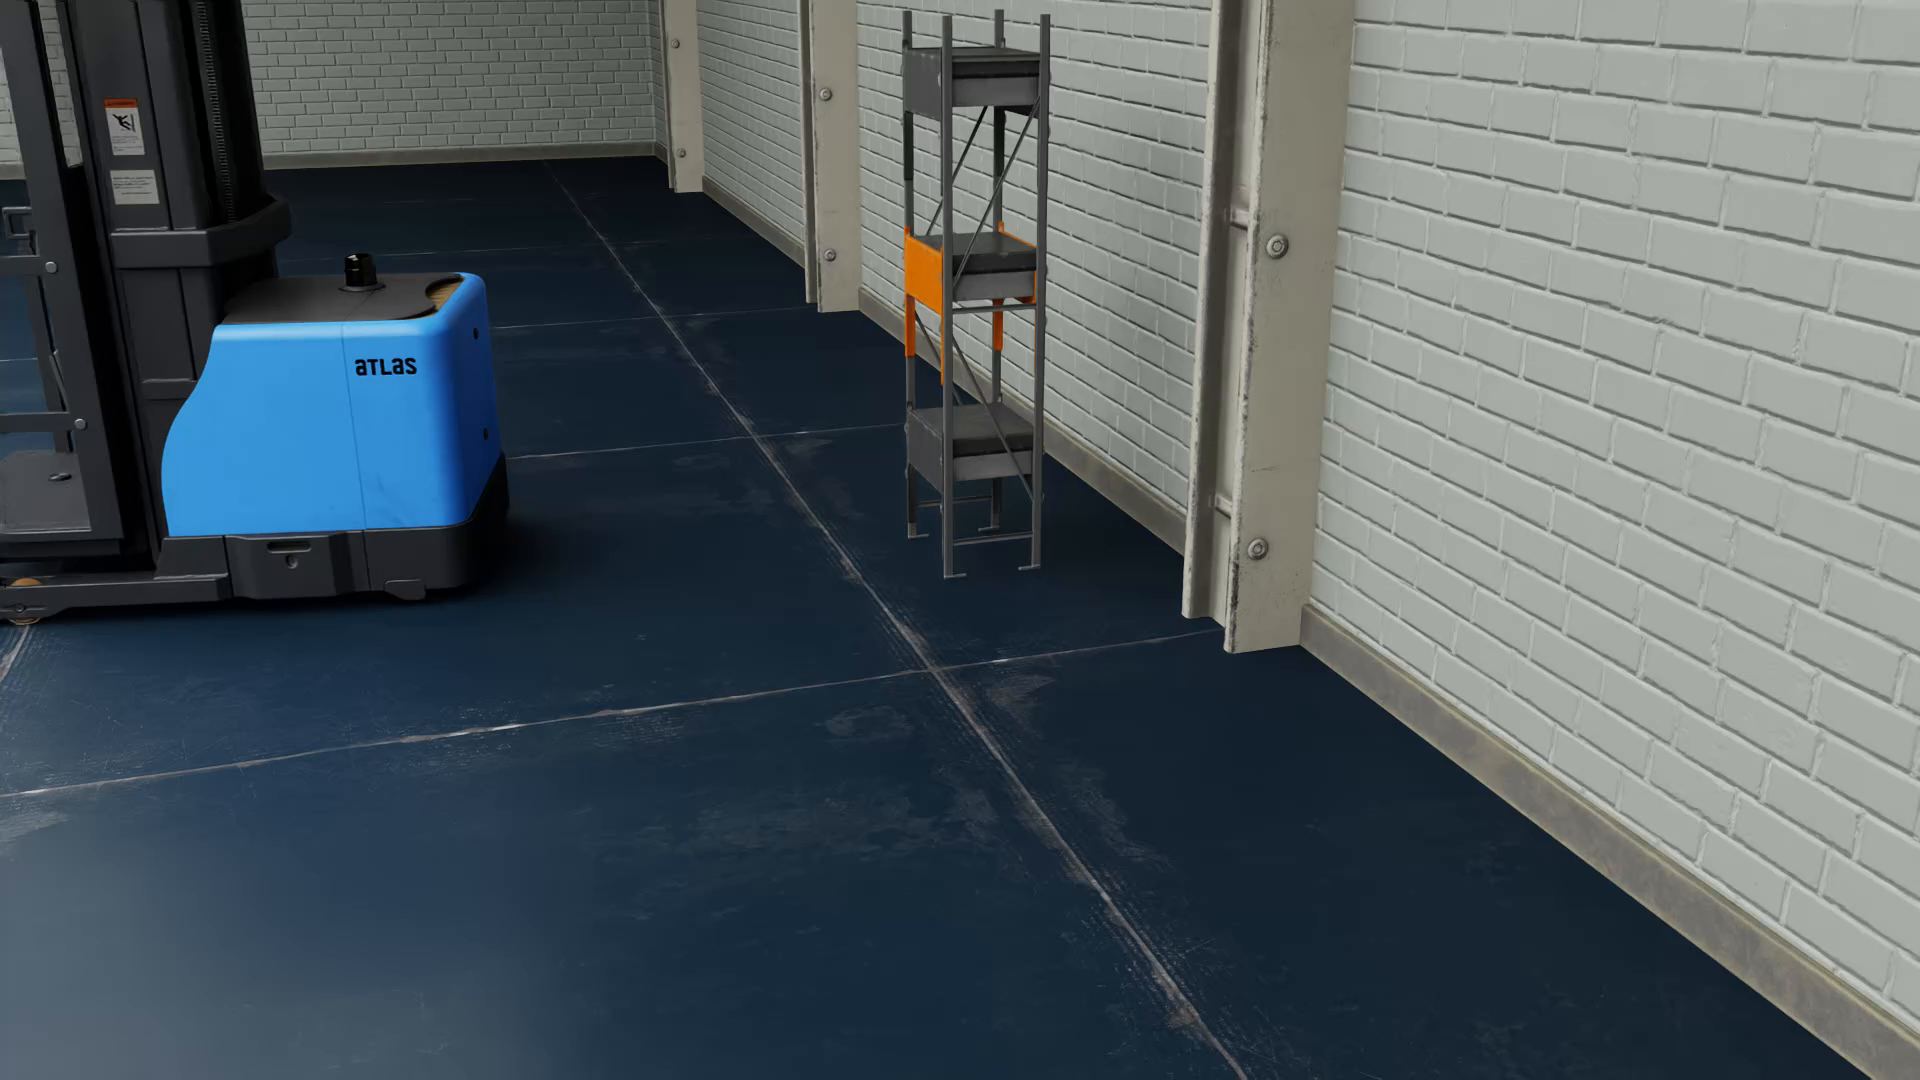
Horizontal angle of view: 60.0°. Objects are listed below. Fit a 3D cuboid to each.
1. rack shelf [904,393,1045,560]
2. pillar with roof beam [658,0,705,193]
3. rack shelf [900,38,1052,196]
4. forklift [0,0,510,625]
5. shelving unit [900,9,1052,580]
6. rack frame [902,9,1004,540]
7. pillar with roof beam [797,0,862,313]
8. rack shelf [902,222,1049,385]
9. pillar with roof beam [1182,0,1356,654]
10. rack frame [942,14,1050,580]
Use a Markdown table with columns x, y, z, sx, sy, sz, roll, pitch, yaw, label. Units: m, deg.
| x | y | z | sx | sy | sz | roll | pitch | yaw | label |
| --- | --- | --- | --- | --- | --- | --- | --- | --- | --- |
| 0.052 | -0.263 | 6.655 | 0.431 | 0.518 | 0.480 | -6 | 21 | -17 | rack shelf |
| -6.831 | -7.311 | 13.958 | 9.100 | 9.000 | 0.400 | -6 | 21 | -17 | pillar with roof beam |
| 0.052 | -1.581 | 6.182 | 0.431 | 0.518 | 0.480 | -6 | 21 | -17 | rack shelf |
| -3.376 | -1.251 | 6.063 | 3.031 | 2.935 | 1.130 | -2 | 20 | -6 | forklift |
| 0.052 | -0.935 | 6.414 | 0.431 | 2.100 | 0.503 | -6 | 21 | -17 | shelving unit |
| -0.025 | -1.013 | 6.632 | 0.400 | 2.100 | 0.015 | -6 | 21 | -17 | rack frame |
| -4.945 | -5.385 | 8.597 | 9.100 | 9.000 | 0.400 | -6 | 21 | -17 | pillar with roof beam |
| 0.052 | -0.922 | 6.418 | 0.431 | 0.518 | 0.480 | -6 | 21 | -17 | rack shelf |
| -3.059 | -3.460 | 3.236 | 9.100 | 9.000 | 0.400 | -6 | 21 | -17 | pillar with roof beam |
| 0.129 | -0.857 | 6.196 | 0.400 | 2.100 | 0.015 | -6 | 21 | -17 | rack frame |
